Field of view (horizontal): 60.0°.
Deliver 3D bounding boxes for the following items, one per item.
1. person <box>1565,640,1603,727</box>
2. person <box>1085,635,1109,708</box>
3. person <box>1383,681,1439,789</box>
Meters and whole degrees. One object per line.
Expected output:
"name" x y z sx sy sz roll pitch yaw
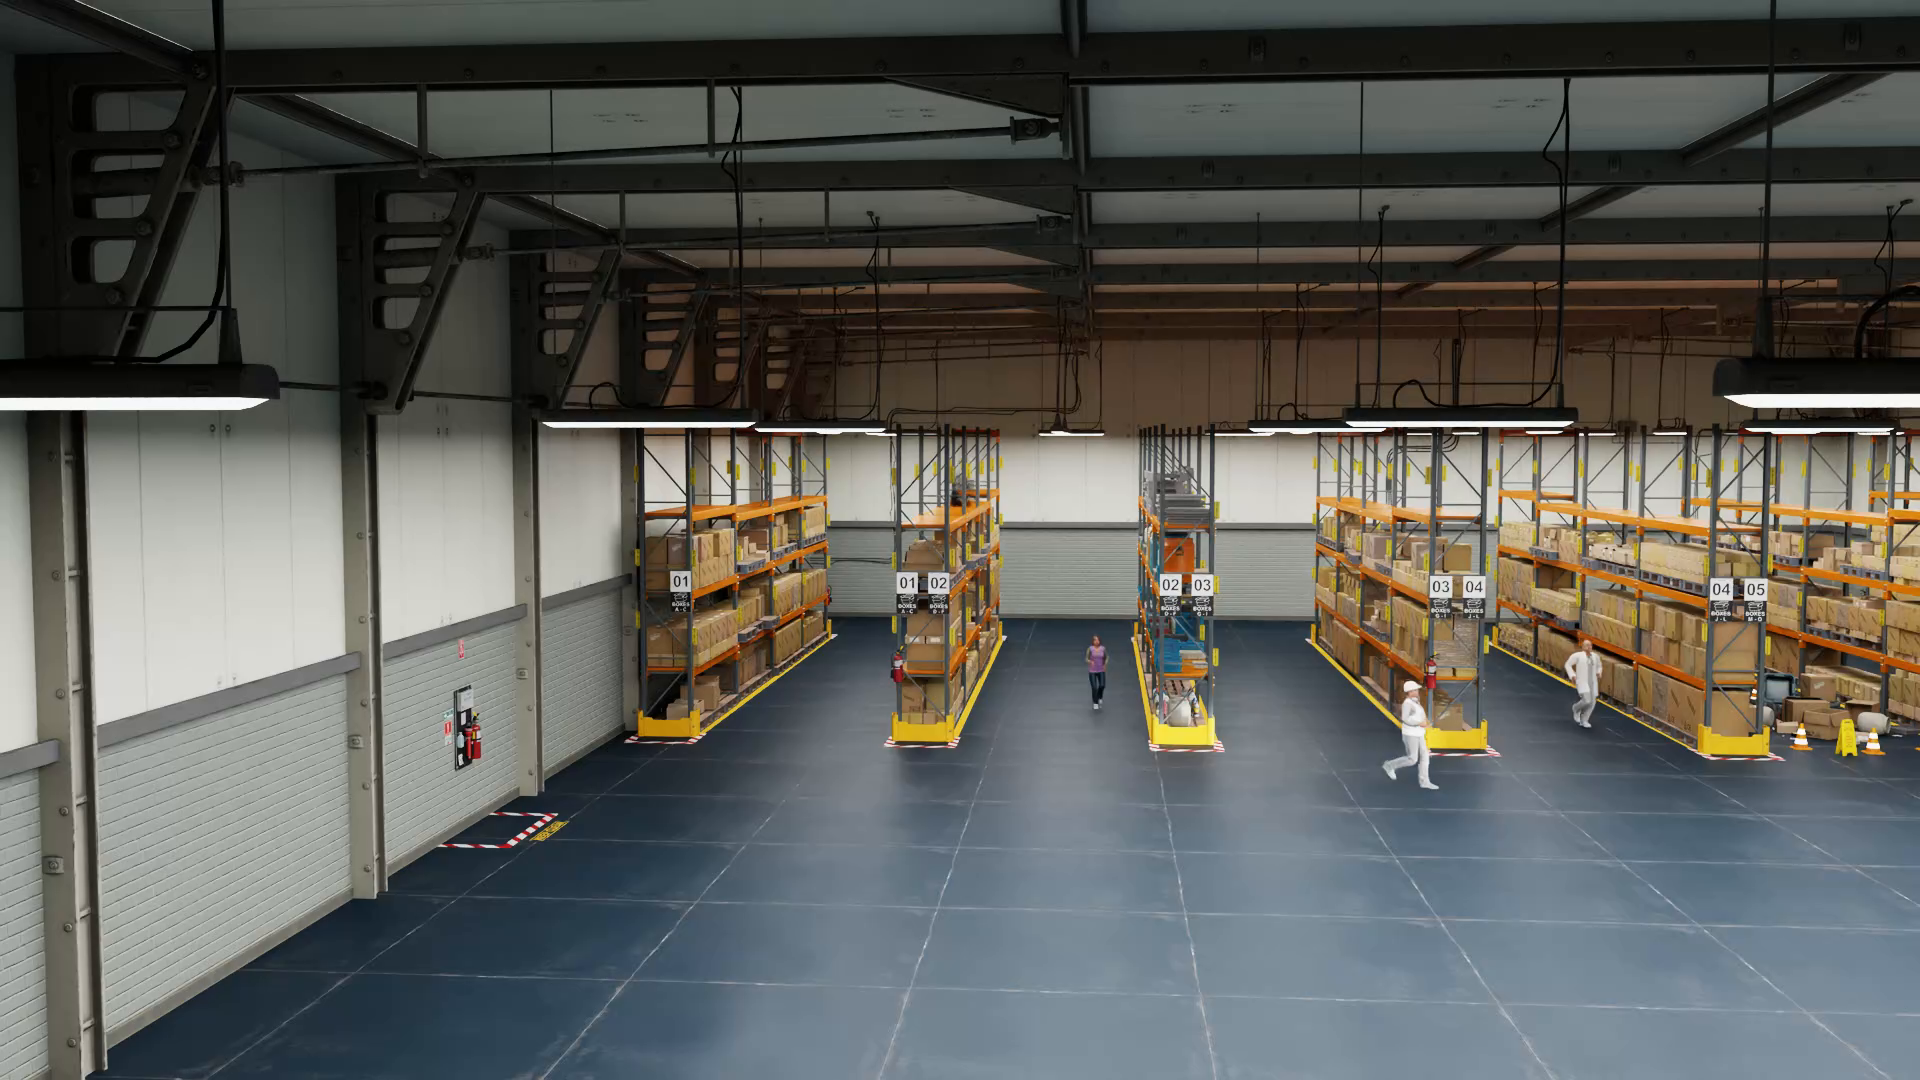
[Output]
"person" 12.431 2.892 32.957 0.704 1.645 0.628 0 4 -8
"person" 2.901 2.804 35.087 0.522 1.539 0.555 0 3 -1
"person" 7.398 3.181 27.215 0.904 1.758 0.660 2 4 32
